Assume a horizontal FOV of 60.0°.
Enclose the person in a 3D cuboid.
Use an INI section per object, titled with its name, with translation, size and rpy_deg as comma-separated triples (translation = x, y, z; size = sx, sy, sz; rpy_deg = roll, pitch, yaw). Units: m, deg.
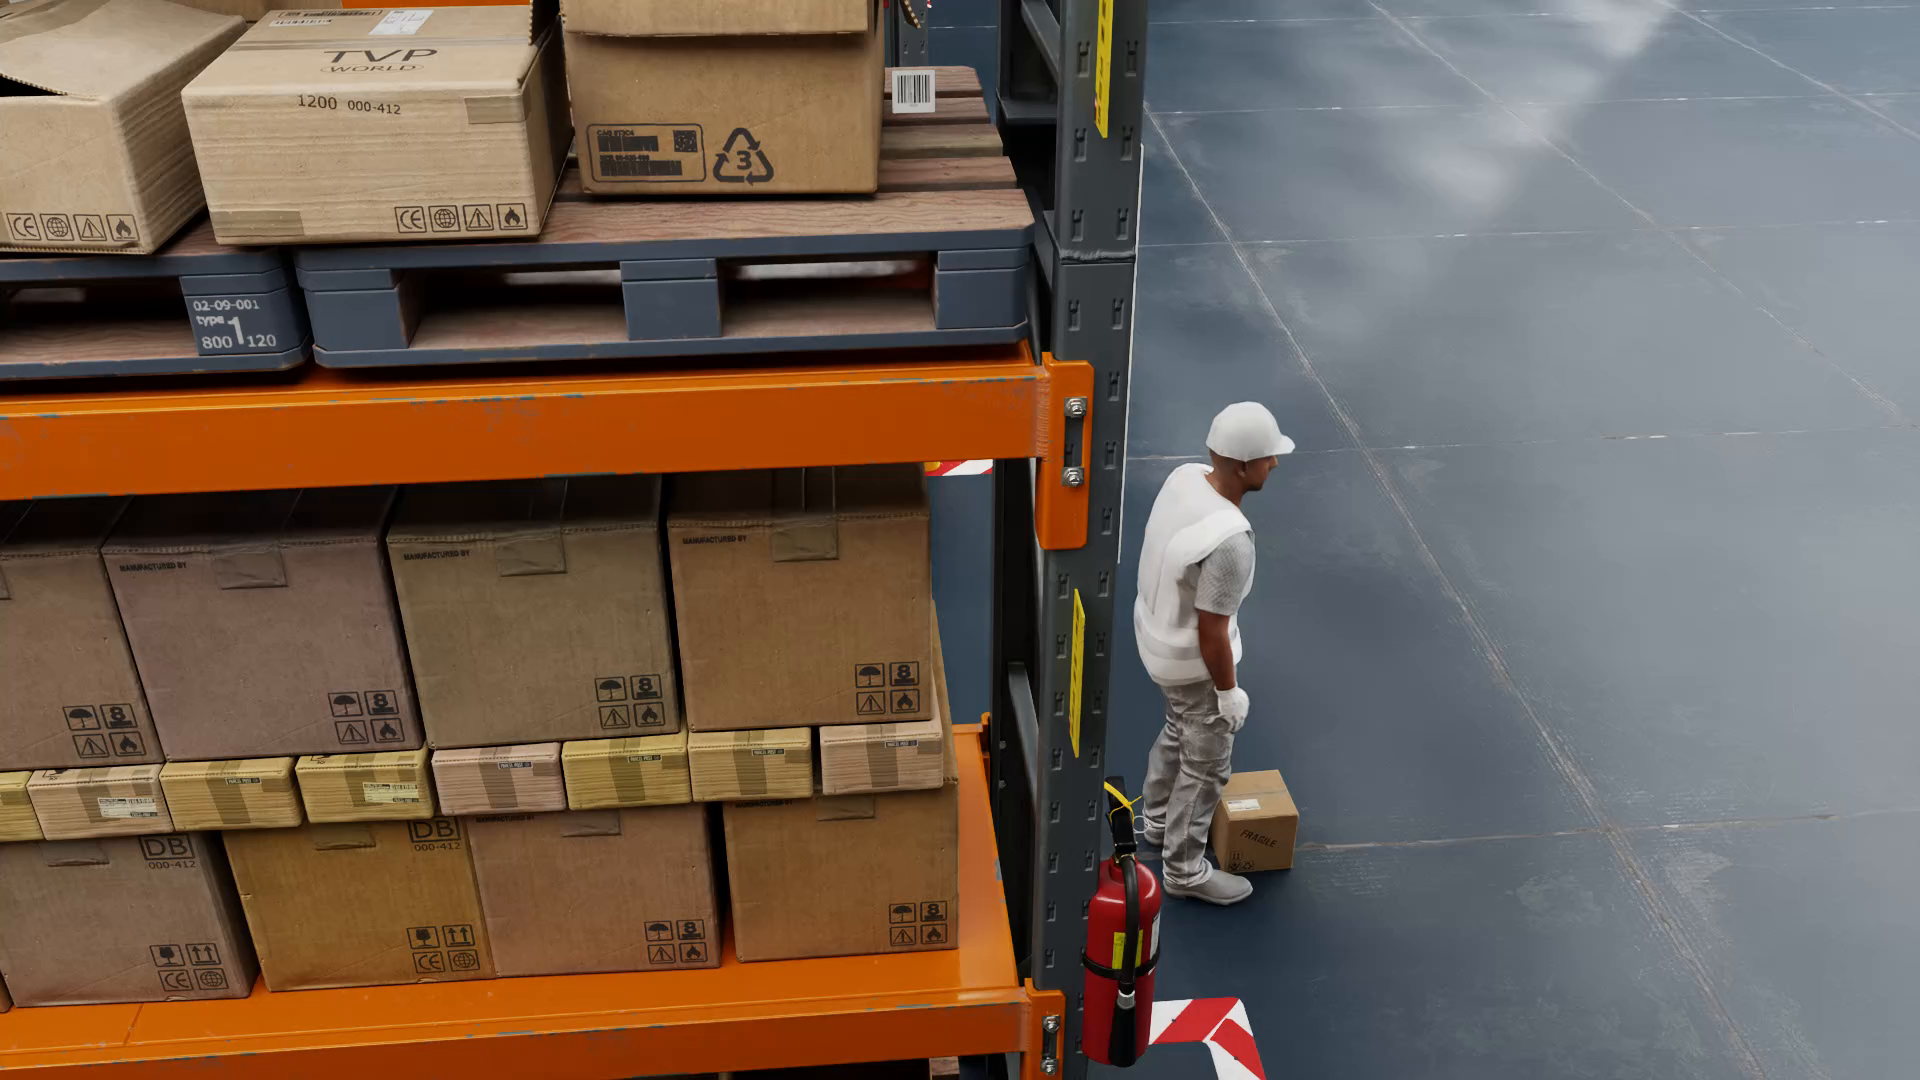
[person]
translation = 0.813, 0.367, 5.506
size = 0.453, 1.774, 0.620
rpy_deg = -3, 31, -5
